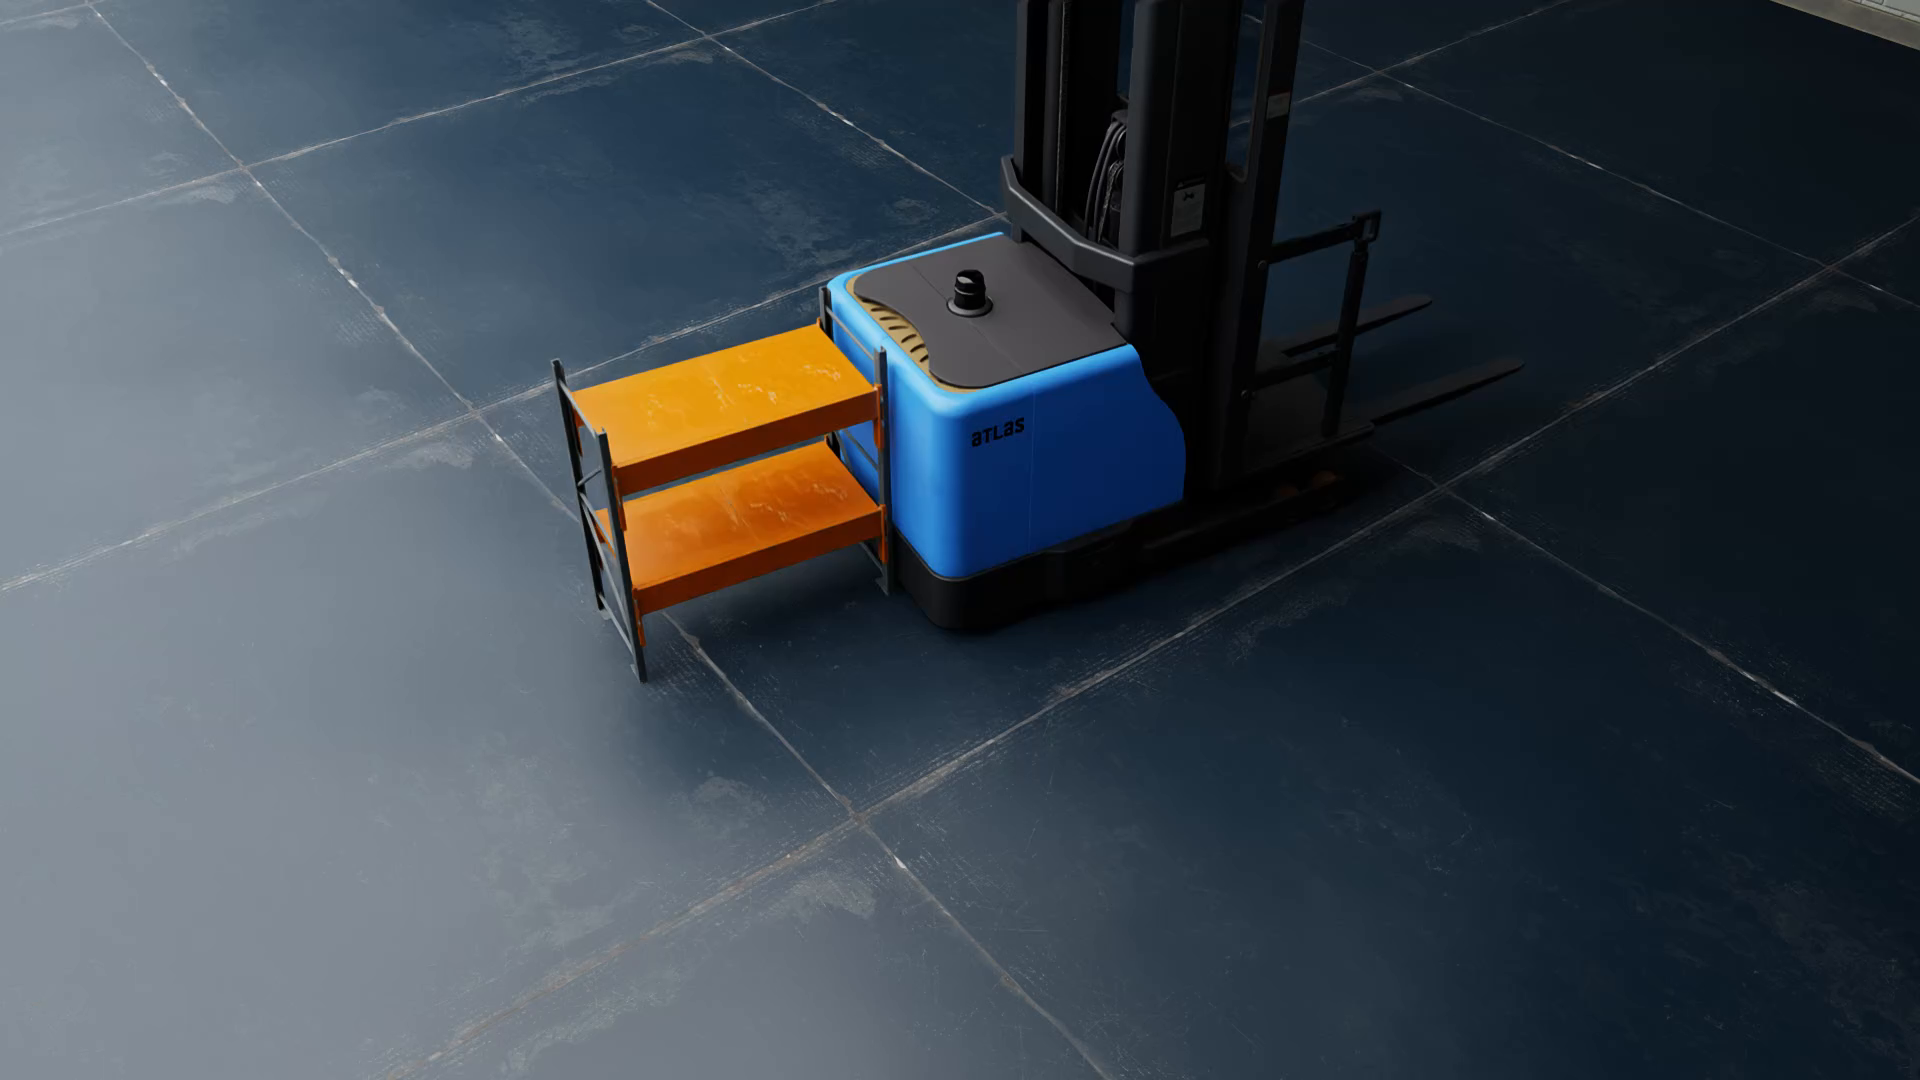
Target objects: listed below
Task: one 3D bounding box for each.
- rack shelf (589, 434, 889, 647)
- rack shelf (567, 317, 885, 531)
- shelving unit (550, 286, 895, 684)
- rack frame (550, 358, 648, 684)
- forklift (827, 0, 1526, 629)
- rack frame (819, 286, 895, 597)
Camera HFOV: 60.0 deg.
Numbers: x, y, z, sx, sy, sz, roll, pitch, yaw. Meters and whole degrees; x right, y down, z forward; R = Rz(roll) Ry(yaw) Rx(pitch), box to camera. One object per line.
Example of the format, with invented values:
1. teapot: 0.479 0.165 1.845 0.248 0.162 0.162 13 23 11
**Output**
1. rack shelf: -0.833 -0.014 6.266 1.000 0.278 0.538 -19 43 -22
2. rack shelf: -0.833 -0.430 5.925 1.000 0.278 0.538 -19 43 -22
3. shelving unit: -0.833 -0.203 6.111 1.048 1.125 0.538 -19 43 -22
4. rack frame: -1.280 -0.049 5.923 0.032 1.125 0.500 -19 43 -22
5. forklift: 1.016 -1.471 6.232 3.031 2.935 1.130 -19 43 -22
6. rack frame: -0.387 -0.358 6.299 0.032 1.125 0.500 -19 43 -22
